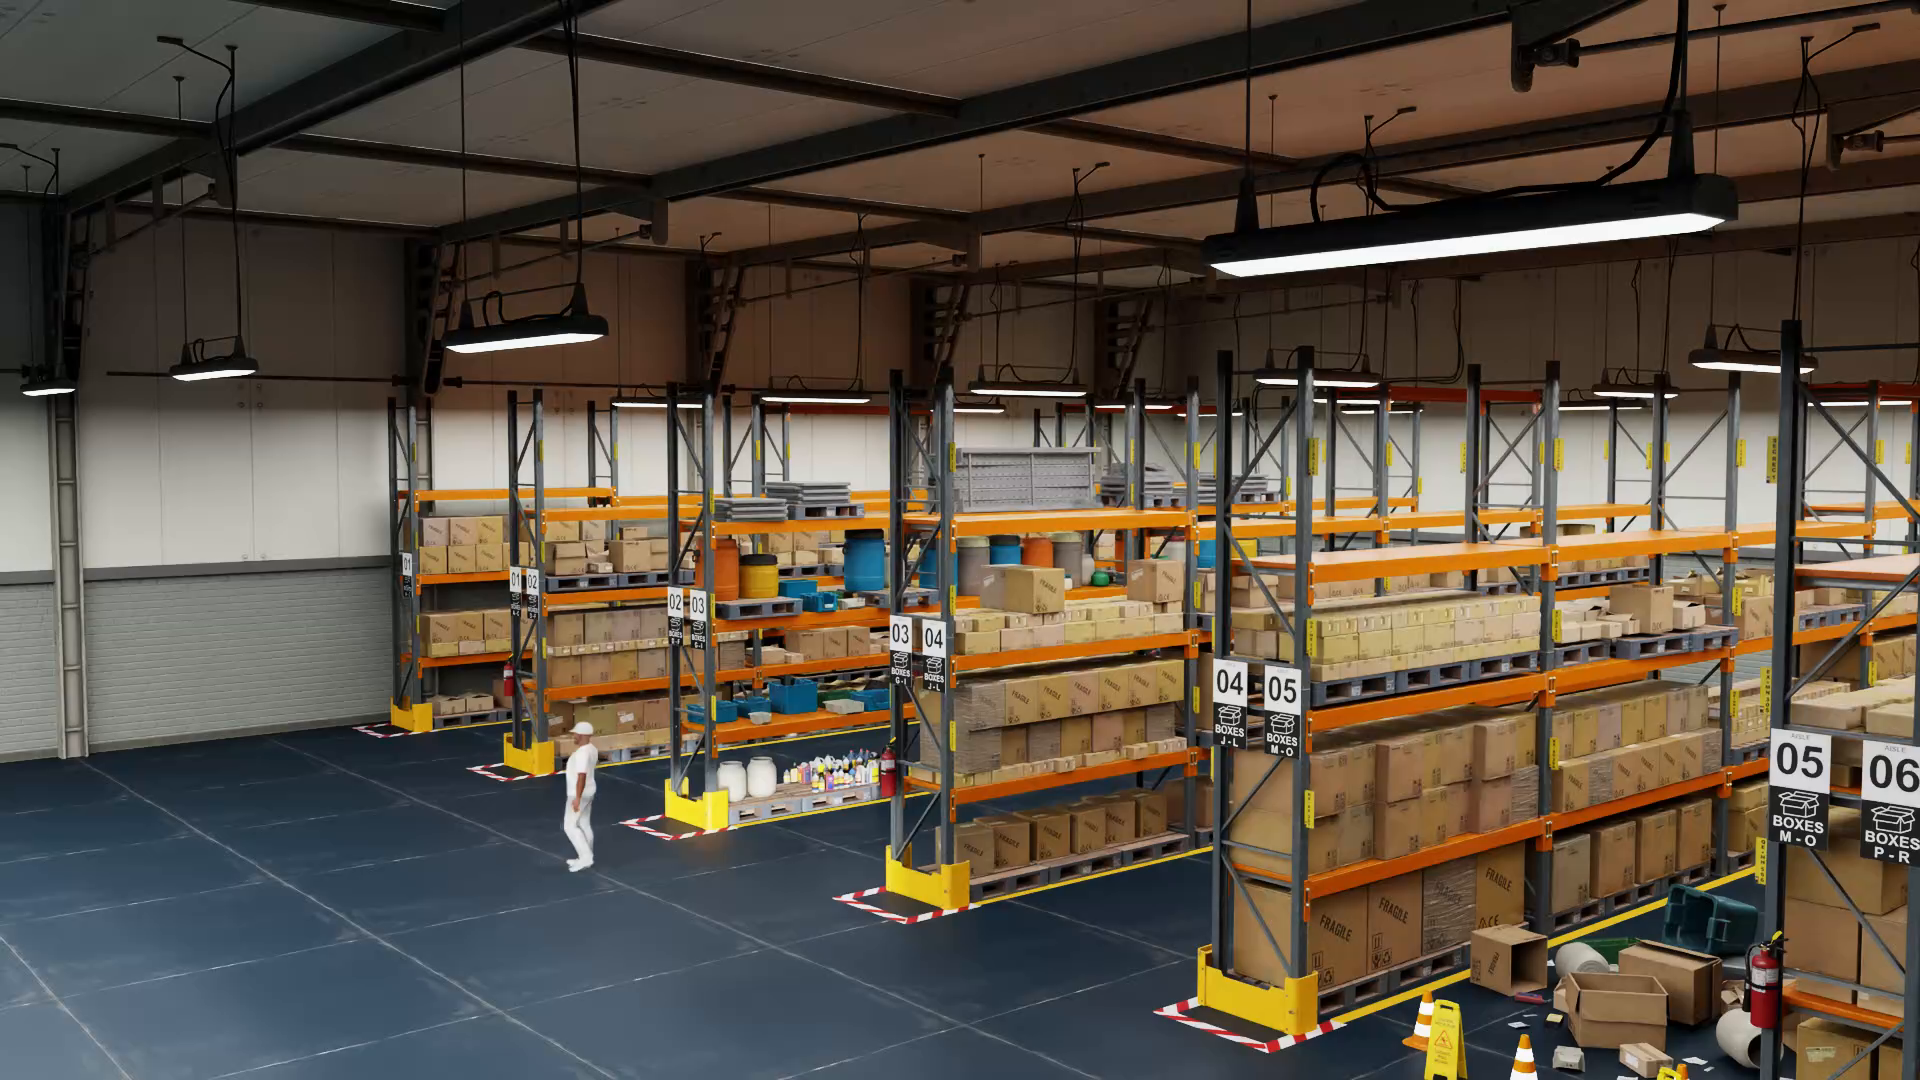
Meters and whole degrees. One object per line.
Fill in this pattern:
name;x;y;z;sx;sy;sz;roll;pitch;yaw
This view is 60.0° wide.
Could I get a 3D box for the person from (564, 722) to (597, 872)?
person;-4.618;3.098;20.186;0.397;1.780;0.619;0;3;2
